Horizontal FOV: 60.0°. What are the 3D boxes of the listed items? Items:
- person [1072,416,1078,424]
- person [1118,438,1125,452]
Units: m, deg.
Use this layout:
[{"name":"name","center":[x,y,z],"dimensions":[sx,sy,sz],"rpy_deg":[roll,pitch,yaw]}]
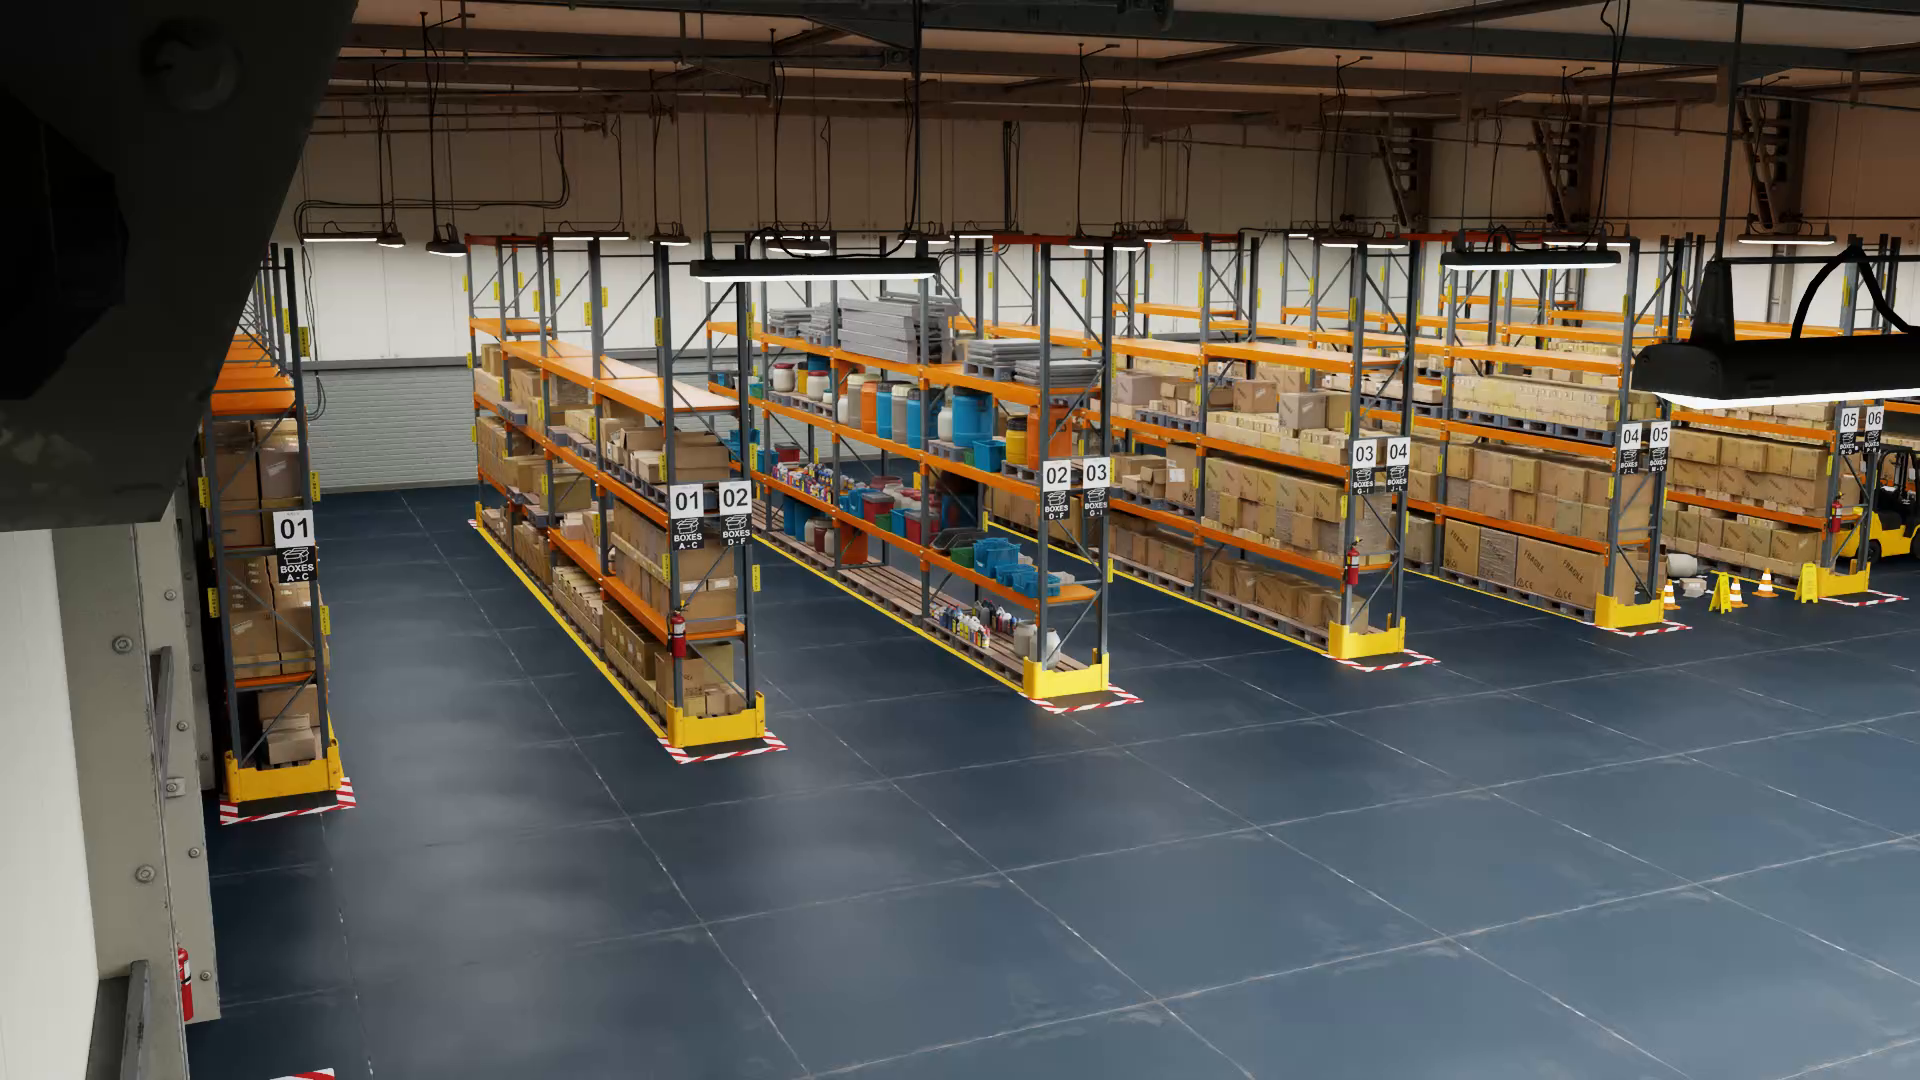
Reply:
[{"name":"person","center":[2.802,-2.319,40.992],"dimensions":[0.629,1.563,0.591],"rpy_deg":[10,15,42]},{"name":"person","center":[4.212,-2.555,41.852],"dimensions":[0.742,1.700,0.738],"rpy_deg":[5,12,23]}]
